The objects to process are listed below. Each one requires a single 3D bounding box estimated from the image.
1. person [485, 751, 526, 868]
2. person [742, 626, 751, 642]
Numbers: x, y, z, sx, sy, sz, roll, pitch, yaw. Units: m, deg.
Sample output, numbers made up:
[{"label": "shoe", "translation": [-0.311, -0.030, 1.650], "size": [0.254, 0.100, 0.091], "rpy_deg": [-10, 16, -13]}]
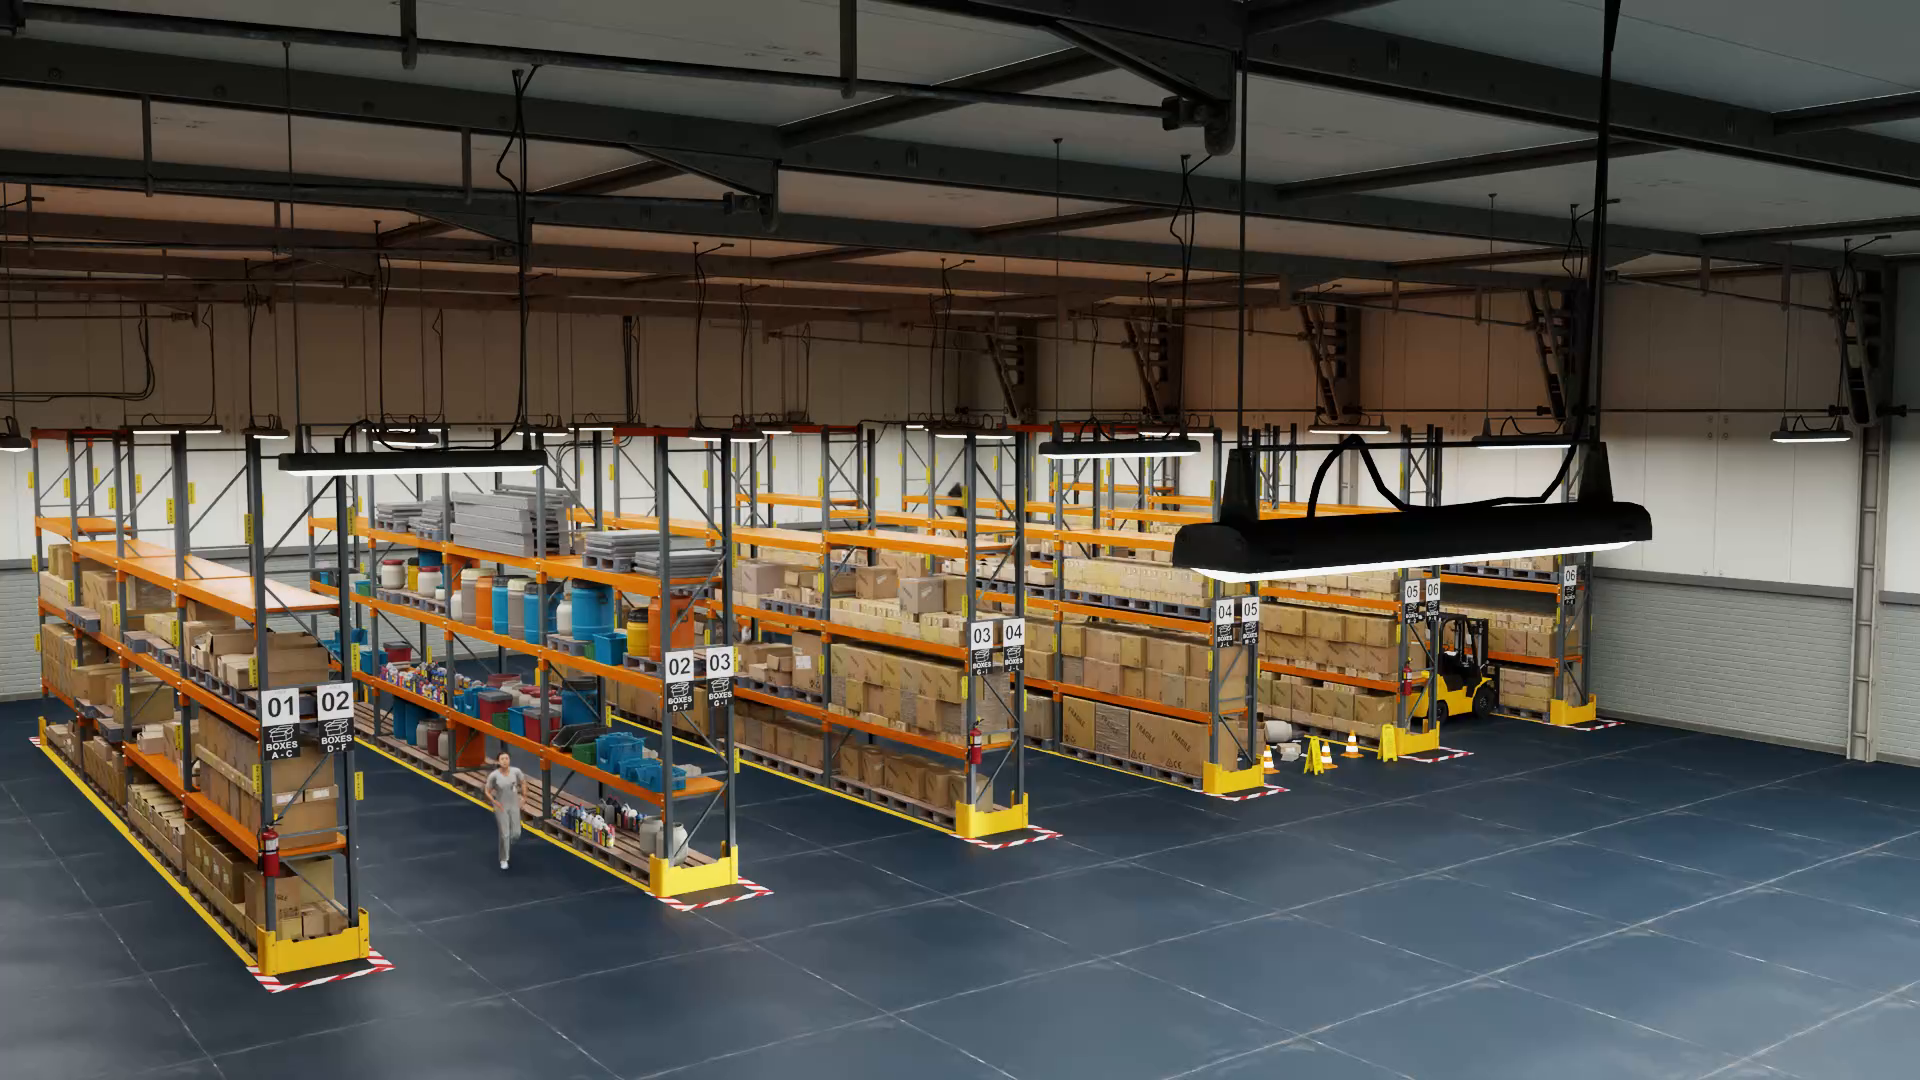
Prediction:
[{"label": "person", "translation": [-6.285, 3.719, 23.051], "size": [0.593, 1.636, 0.631], "rpy_deg": [-2, 5, -29]}, {"label": "person", "translation": [-5.288, 2.226, 41.860], "size": [0.588, 1.694, 0.792], "rpy_deg": [-1, 5, -13]}]
